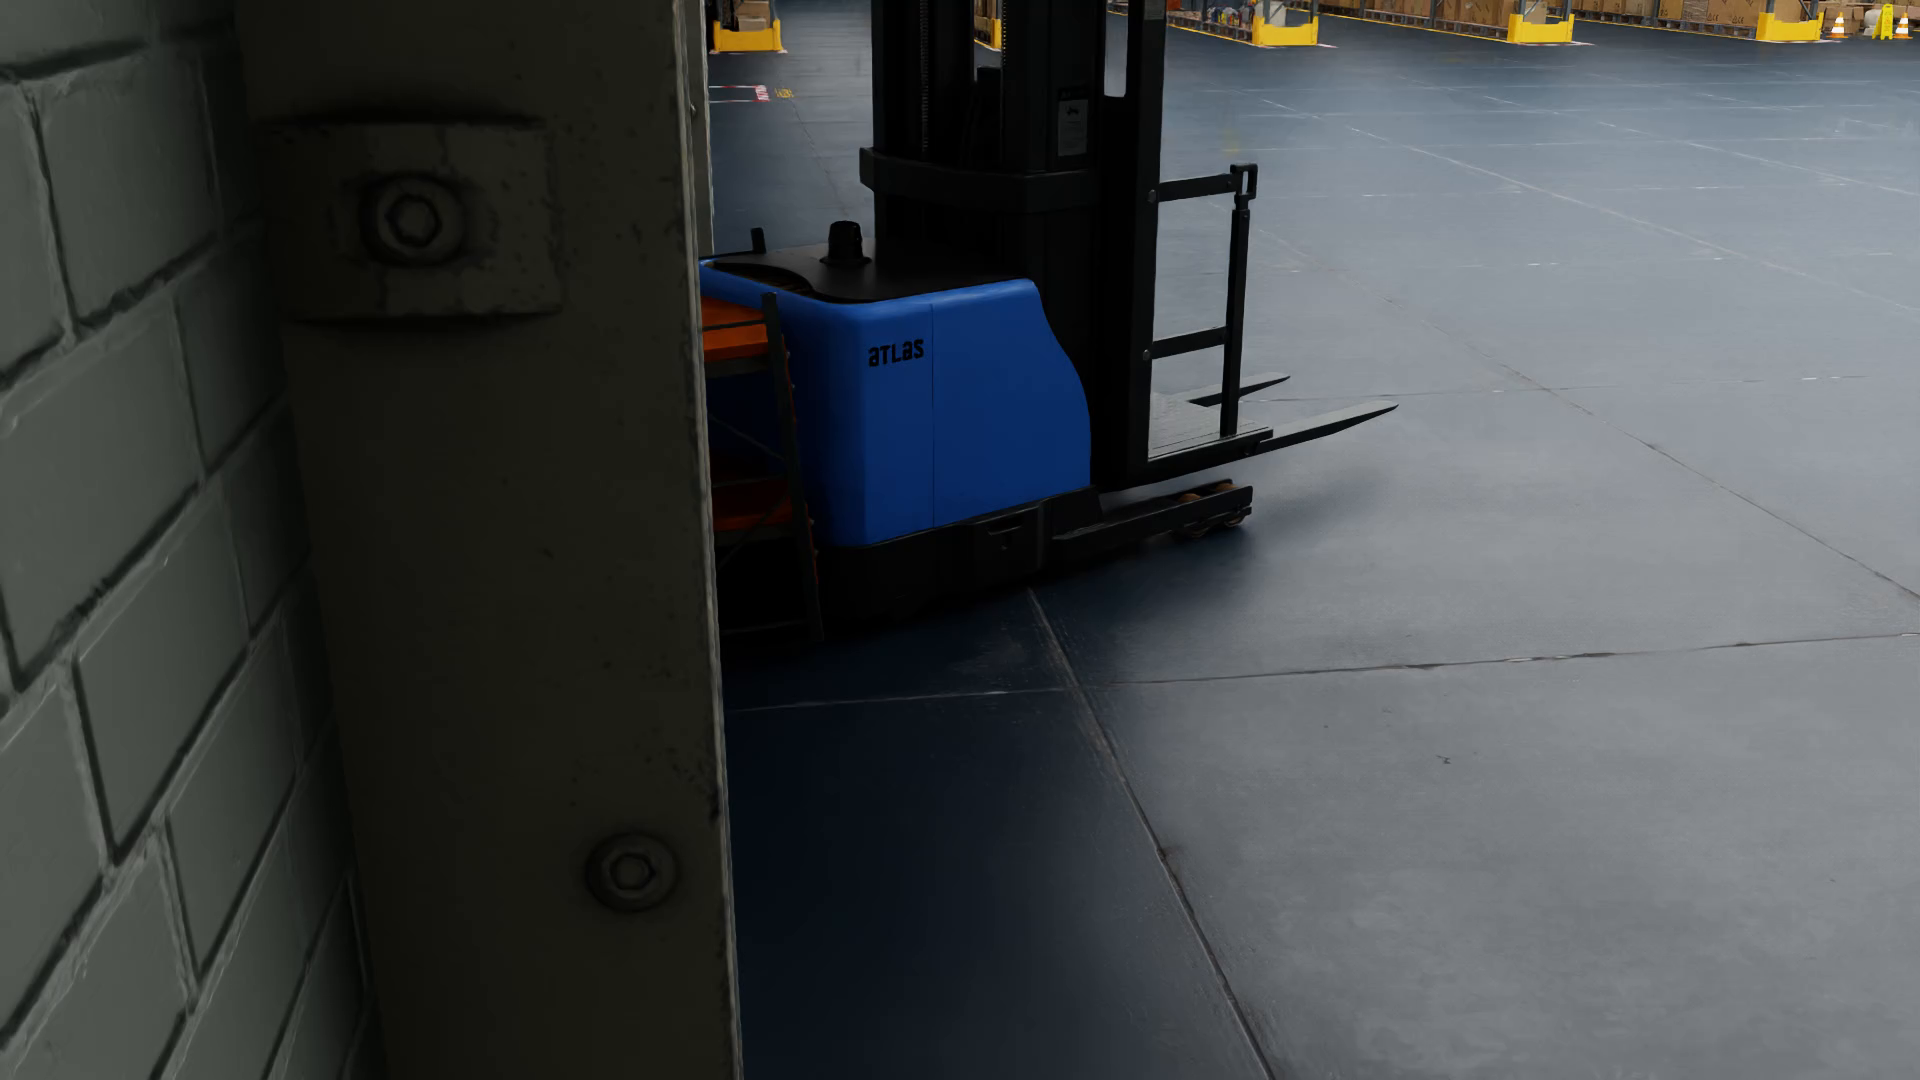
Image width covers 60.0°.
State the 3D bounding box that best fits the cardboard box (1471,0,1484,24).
[{"bbox_3d":[10.654,-10.660,33.443,0.500,0.500,0.500,-5,21,-13],"label":"cardboard box"}]

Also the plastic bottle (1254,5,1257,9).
[{"bbox_3d":[5.930,-10.512,33.232,0.144,0.351,0.185,-3,21,-8],"label":"plastic bottle"}]

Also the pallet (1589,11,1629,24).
[{"bbox_3d":[14.936,-11.779,37.452,1.003,0.211,1.213,-3,21,-8],"label":"pallet"}]

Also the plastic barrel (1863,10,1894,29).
[{"bbox_3d":[18.966,-10.730,34.341,0.512,0.421,0.421,12,24,30],"label":"plastic barrel"}]

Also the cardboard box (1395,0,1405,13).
[{"bbox_3d":[10.100,-11.985,36.963,0.700,0.500,0.500,-1,21,-3],"label":"cardboard box"}]

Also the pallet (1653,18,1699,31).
[{"bbox_3d":[15.334,-10.825,34.898,1.003,0.211,1.213,-3,21,-8],"label":"pallet"}]

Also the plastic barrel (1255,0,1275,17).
[{"bbox_3d":[5.811,-9.978,31.599,0.421,0.512,0.421,0,20,0],"label":"plastic barrel"}]

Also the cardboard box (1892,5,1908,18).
[{"bbox_3d":[20.091,-11.190,35.219,0.500,0.250,0.500,-2,21,-5],"label":"cardboard box"}]

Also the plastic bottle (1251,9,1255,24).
[{"bbox_3d":[5.844,-10.419,33.078,0.061,0.283,0.133,-3,21,-8],"label":"plastic bottle"}]

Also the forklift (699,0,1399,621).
[{"bbox_3d":[0.494,-1.510,6.070,3.031,2.935,1.130,-16,25,-36],"label":"forklift"}]

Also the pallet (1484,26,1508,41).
[{"bbox_3d":[10.862,-9.802,32.158,1.003,0.211,1.213,-3,21,-8],"label":"pallet"}]

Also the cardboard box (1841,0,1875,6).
[{"bbox_3d":[20.107,-11.831,36.760,0.950,0.372,0.625,-3,21,-7],"label":"cardboard box"}]

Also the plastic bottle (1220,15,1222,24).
[{"bbox_3d":[5.228,-10.364,33.049,0.097,0.201,0.097,0,20,0],"label":"plastic bottle"}]

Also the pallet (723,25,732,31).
[{"bbox_3d":[-4.194,-9.897,32.413,1.003,0.211,1.213,-3,21,-8],"label":"pallet"}]

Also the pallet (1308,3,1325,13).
[{"bbox_3d":[9.411,-13.384,41.749,1.003,0.211,1.213,-3,21,-8],"label":"pallet"}]

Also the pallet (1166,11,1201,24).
[{"bbox_3d":[4.974,-11.742,37.353,1.003,0.211,1.213,-3,21,-8],"label":"pallet"}]

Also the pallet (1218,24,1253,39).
[{"bbox_3d":[5.712,-9.970,32.607,1.003,0.211,1.213,-3,21,-8],"label":"pallet"}]

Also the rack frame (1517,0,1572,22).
[{"bbox_3d":[10.955,-10.799,30.842,1.000,3.000,0.127,-3,21,-8],"label":"rack frame"}]

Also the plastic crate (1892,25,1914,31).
[{"bbox_3d":[19.600,-10.731,34.833,0.402,0.080,0.583,-11,23,-26],"label":"plastic crate"}]

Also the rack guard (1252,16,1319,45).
[{"bbox_3d":[5.996,-9.402,30.674,1.175,0.500,0.348,-3,21,-8],"label":"rack guard"}]

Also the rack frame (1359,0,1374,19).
[{"bbox_3d":[9.802,-13.569,38.258,1.000,3.000,0.127,-3,21,-8],"label":"rack frame"}]

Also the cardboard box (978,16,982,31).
[{"bbox_3d":[0.624,-9.725,31.297,0.500,0.250,0.500,-3,21,-8],"label":"cardboard box"}]

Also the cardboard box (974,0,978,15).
[{"bbox_3d":[0.551,-10.250,31.629,0.500,0.500,0.500,-3,21,-8],"label":"cardboard box"}]

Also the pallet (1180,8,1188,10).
[{"bbox_3d":[4.746,-12.283,38.802,1.003,0.211,1.213,-3,21,-8],"label":"pallet"}]

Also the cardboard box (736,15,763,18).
[{"bbox_3d":[-3.842,-9.437,30.411,0.500,0.311,0.500,-1,21,-3],"label":"cardboard box"}]

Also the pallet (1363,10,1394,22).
[{"bbox_3d":[9.913,-11.992,38.021,1.003,0.211,1.213,-3,21,-8],"label":"pallet"}]

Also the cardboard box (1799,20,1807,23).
[{"bbox_3d":[17.372,-10.616,34.259,0.396,0.266,0.258,1,20,2],"label":"cardboard box"}]

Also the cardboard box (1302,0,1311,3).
[{"bbox_3d":[9.337,-13.934,41.673,1.225,0.875,0.875,-3,21,-8],"label":"cardboard box"}]

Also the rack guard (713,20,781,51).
[{"bbox_3d":[-3.761,-8.905,29.343,1.175,0.500,0.348,-3,21,-8],"label":"rack guard"}]

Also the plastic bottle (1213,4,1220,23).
[{"bbox_3d":[5.183,-10.599,33.463,0.144,0.351,0.185,-2,21,-6],"label":"plastic bottle"}]

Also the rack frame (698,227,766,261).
[{"bbox_3d":[-0.878,-0.530,5.962,0.500,1.125,0.032,-8,22,-6],"label":"rack frame"}]

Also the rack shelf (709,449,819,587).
[{"bbox_3d":[-0.780,-0.122,5.585,0.538,0.278,1.000,-8,22,-6],"label":"rack shelf"}]

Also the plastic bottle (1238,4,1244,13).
[{"bbox_3d":[5.713,-10.683,33.690,0.144,0.351,0.185,-3,21,-8],"label":"plastic bottle"}]

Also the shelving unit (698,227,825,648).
[{"bbox_3d":[-0.803,-0.347,5.493,0.538,1.125,1.048,-8,22,-6],"label":"shelving unit"}]

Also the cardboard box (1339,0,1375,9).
[{"bbox_3d":[9.723,-13.010,39.199,1.225,0.875,0.875,-4,21,-10],"label":"cardboard box"}]

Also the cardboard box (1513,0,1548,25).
[{"bbox_3d":[10.882,-10.041,31.787,0.500,0.500,0.500,1,20,2],"label":"cardboard box"}]

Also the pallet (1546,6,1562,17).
[{"bbox_3d":[14.614,-12.748,40.046,1.003,0.211,1.213,-3,21,-8],"label":"pallet"}]

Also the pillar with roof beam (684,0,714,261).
[{"bbox_3d":[3.013,-4.966,6.651,9.100,9.000,0.400,-3,21,-8],"label":"pillar with roof beam"}]

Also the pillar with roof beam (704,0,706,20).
[{"bbox_3d":[-1.311,-15.353,34.461,9.100,9.000,0.400,-3,21,-8],"label":"pillar with roof beam"}]

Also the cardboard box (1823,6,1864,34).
[{"bbox_3d":[18.003,-10.610,33.903,0.637,0.503,0.797,17,27,39],"label":"cardboard box"}]

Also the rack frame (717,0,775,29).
[{"bbox_3d":[-3.750,-10.049,28.835,1.000,3.000,0.127,-3,21,-8],"label":"rack frame"}]

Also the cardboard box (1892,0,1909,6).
[{"bbox_3d":[20.092,-11.541,35.086,0.500,0.500,0.500,-2,21,-6],"label":"cardboard box"}]

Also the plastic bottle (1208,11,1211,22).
[{"bbox_3d":[5.104,-10.661,33.845,0.097,0.201,0.097,0,20,0],"label":"plastic bottle"}]

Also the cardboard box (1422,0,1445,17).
[{"bbox_3d":[10.311,-11.432,35.482,0.700,0.500,0.500,-5,21,-12],"label":"cardboard box"}]

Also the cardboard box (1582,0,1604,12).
[{"bbox_3d":[14.853,-12.409,37.767,1.050,0.750,0.750,-3,21,-7],"label":"cardboard box"}]

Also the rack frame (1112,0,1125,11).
[{"bbox_3d":[4.324,-14.704,41.297,1.000,3.000,0.127,-3,21,-8],"label":"rack frame"}]

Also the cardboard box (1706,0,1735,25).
[{"bbox_3d":[15.586,-10.751,33.151,0.875,0.875,0.875,-3,21,-9],"label":"cardboard box"}]

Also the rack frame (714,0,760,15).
[{"bbox_3d":[-4.903,-12.819,36.251,1.000,3.000,0.127,-3,21,-8],"label":"rack frame"}]

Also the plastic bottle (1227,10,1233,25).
[{"bbox_3d":[5.326,-10.229,32.582,0.152,0.276,0.135,-3,21,-9],"label":"plastic bottle"}]

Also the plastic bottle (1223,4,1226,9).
[{"bbox_3d":[5.326,-10.606,33.483,0.144,0.351,0.185,-3,21,-8],"label":"plastic bottle"}]

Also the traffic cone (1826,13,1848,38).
[{"bbox_3d":[17.207,-10.081,32.546,0.336,0.463,0.334,-3,21,-8],"label":"traffic cone"}]

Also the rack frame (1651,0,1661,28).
[{"bbox_3d":[15.301,-12.399,35.126,1.000,3.000,0.127,-3,21,-8],"label":"rack frame"}]

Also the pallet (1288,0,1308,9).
[{"bbox_3d":[9.193,-13.914,43.169,1.003,0.211,1.213,-3,21,-8],"label":"pallet"}]
